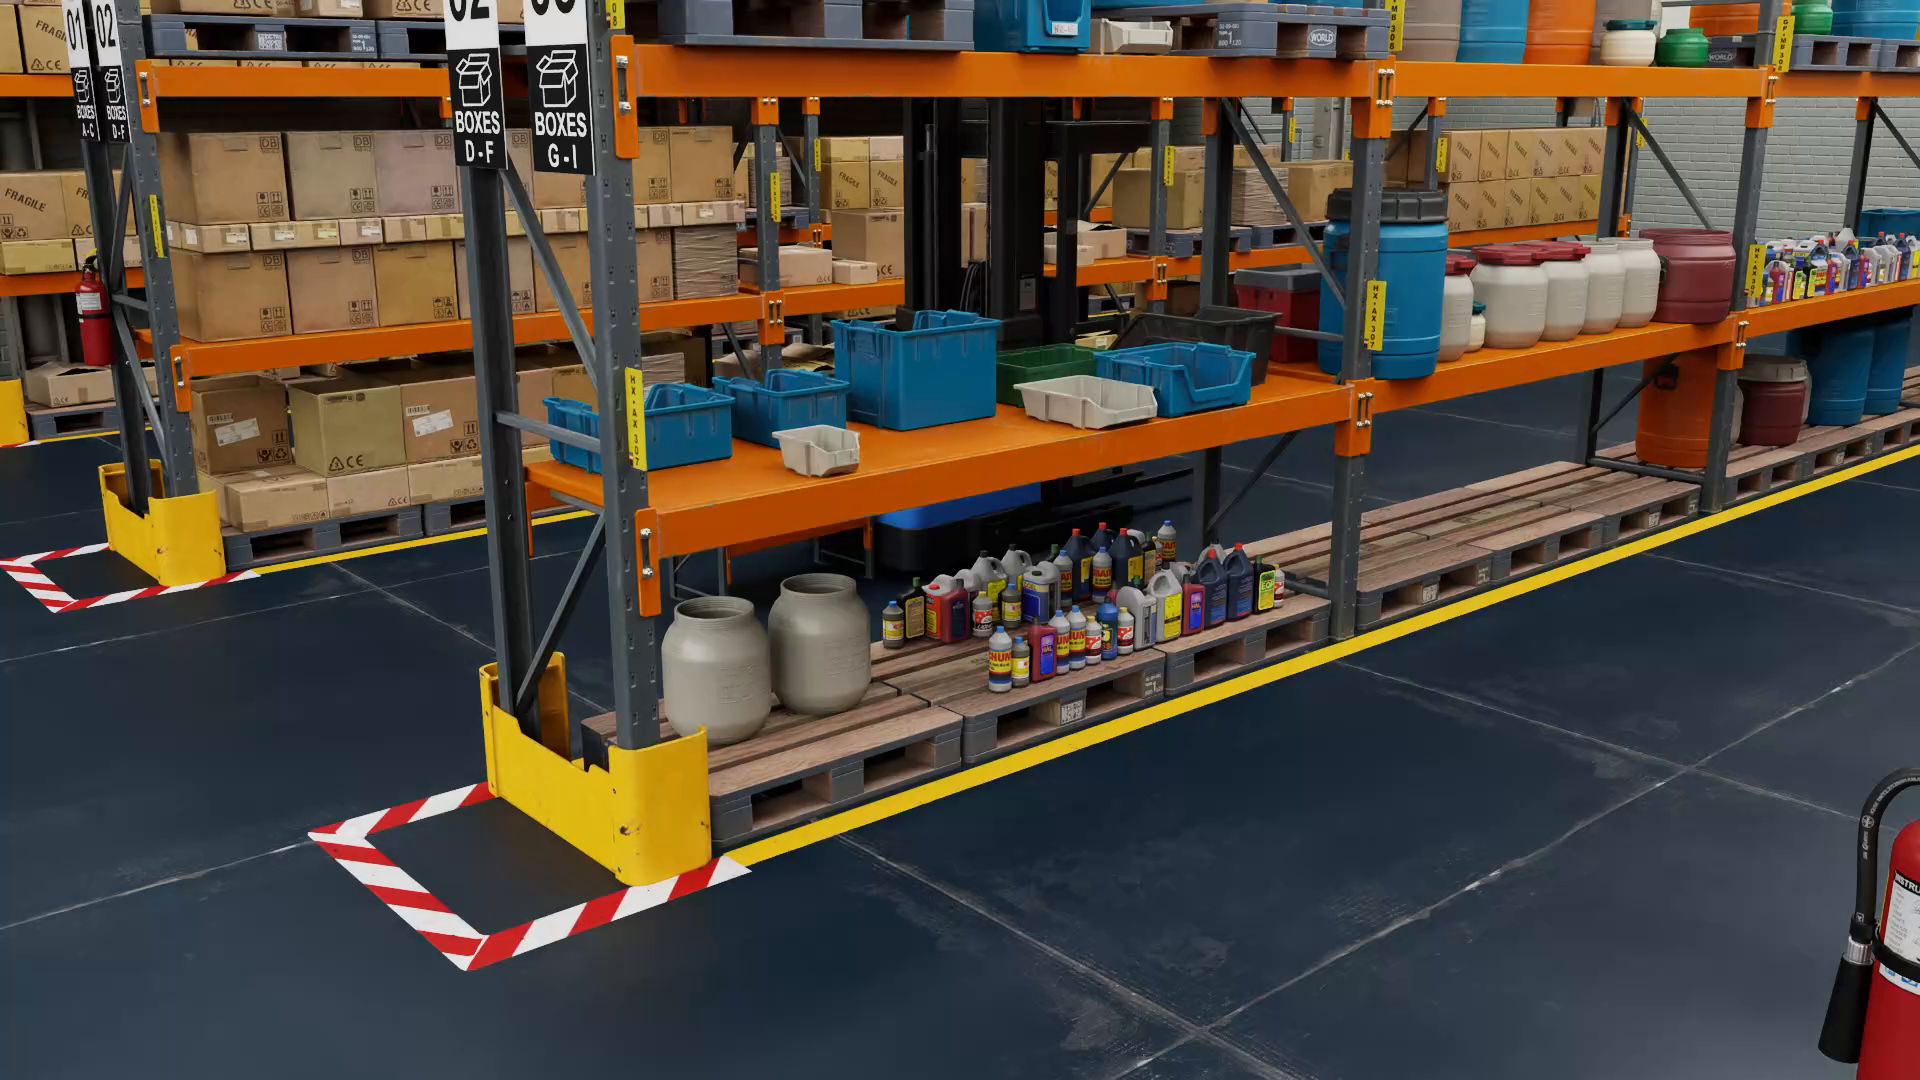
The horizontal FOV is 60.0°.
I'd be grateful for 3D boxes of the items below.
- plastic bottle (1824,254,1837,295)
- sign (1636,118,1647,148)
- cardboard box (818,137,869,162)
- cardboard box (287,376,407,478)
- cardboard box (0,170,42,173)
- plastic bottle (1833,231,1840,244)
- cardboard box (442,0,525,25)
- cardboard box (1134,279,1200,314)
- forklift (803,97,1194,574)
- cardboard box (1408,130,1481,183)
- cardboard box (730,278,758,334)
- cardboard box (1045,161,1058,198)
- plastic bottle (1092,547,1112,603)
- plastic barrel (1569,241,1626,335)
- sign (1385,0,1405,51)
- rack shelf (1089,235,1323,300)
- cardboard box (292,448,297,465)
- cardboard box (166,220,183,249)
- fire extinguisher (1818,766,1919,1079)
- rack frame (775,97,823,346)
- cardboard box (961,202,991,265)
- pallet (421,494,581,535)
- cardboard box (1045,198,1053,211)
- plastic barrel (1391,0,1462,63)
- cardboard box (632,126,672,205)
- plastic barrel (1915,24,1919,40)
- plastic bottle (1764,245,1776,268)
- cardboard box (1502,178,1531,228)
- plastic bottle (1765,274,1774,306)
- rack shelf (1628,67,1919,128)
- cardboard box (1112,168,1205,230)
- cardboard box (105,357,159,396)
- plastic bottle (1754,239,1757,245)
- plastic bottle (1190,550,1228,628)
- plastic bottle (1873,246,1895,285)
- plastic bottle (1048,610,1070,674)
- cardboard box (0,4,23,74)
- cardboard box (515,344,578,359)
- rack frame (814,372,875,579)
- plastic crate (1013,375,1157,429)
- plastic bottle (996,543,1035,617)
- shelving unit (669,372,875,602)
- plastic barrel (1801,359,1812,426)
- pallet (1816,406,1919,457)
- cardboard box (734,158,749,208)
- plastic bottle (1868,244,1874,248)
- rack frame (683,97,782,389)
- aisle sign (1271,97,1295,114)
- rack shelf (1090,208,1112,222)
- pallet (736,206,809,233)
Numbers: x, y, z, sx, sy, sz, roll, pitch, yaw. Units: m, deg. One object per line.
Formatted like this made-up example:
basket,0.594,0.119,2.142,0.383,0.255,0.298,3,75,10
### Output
plastic bottle,6.073,-1.859,11.624,0.133,0.283,0.061,-13,19,-39
sign,7.768,-4.639,18.950,0.005,0.325,0.100,-13,19,-39
cardboard box,-1.337,-4.243,18.059,0.500,0.250,0.500,-12,19,-38
cardboard box,-3.724,-0.698,10.110,0.500,0.500,0.500,-13,19,-39
cardboard box,-7.689,-2.713,13.392,0.500,0.500,0.500,-13,20,-40
plastic bottle,7.094,-2.361,13.501,0.133,0.283,0.061,-13,19,-39
cardboard box,-2.959,-3.521,10.521,0.637,0.503,0.797,-10,18,-33
cardboard box,1.975,-2.265,15.455,0.500,0.250,0.500,-12,19,-37
forklift,0.453,-1.529,10.295,3.031,2.935,1.130,-14,20,-42
cardboard box,4.942,-3.917,16.972,0.500,0.500,0.500,-12,19,-38
cardboard box,-2.379,-2.520,17.862,0.500,0.500,0.700,-12,19,-39
cardboard box,0.964,-4.399,20.098,0.500,0.500,0.500,-13,20,-40
plastic bottle,0.704,0.169,8.240,0.097,0.271,0.097,0,15,0
plastic barrel,3.679,-1.485,9.781,0.421,0.512,0.421,0,15,0
sign,1.968,-2.385,7.538,0.005,0.325,0.100,-13,19,-39
rack shelf,2.893,-2.675,15.845,4.000,0.370,1.077,-13,19,-39
cardboard box,-4.071,-0.438,10.592,0.500,0.250,0.500,-13,19,-39
cardboard box,-4.488,-1.792,9.694,0.250,0.149,0.380,-13,20,-40
fire extinguisher,1.460,0.568,2.461,0.183,0.674,0.296,-13,19,-39
rack frame,-1.870,-3.647,18.091,0.127,3.000,1.000,-13,19,-39
cardboard box,0.129,-2.444,13.394,0.500,0.500,0.500,-14,20,-42
pallet,-3.182,-0.324,11.055,1.213,0.211,1.003,-13,19,-39
cardboard box,0.903,-4.053,20.060,0.250,0.149,0.380,-12,19,-38
plastic barrel,2.350,-2.971,8.778,0.600,0.901,0.600,0,15,0
cardboard box,-2.344,-2.519,11.159,0.500,0.500,0.700,-13,20,-39
plastic barrel,7.095,-3.945,12.215,0.600,0.588,0.600,0,15,0
plastic bottle,6.020,-2.058,12.392,0.097,0.271,0.097,0,15,0
cardboard box,5.728,-3.614,17.775,0.500,0.500,0.500,-13,20,-40
plastic bottle,5.350,-1.664,11.051,0.097,0.201,0.097,0,15,0
rack shelf,6.142,-3.159,11.845,4.000,0.370,1.077,-13,19,-39
cardboard box,1.785,-3.063,14.898,0.700,0.500,0.500,8,17,28
cardboard box,-6.894,-1.402,14.043,0.500,0.311,0.500,-11,18,-35
plastic bottle,5.908,-2.113,12.442,0.185,0.351,0.144,-13,19,-39
plastic bottle,1.174,0.224,7.879,0.185,0.351,0.144,-14,20,-42
plastic bottle,6.808,-2.036,12.301,0.135,0.276,0.152,-13,19,-39
plastic bottle,0.429,0.438,7.233,0.097,0.271,0.097,0,15,0
cardboard box,-7.489,-3.807,12.645,0.500,0.500,0.500,-12,19,-38
cardboard box,-2.943,-1.055,11.450,0.500,0.500,0.500,-13,19,-39
rack frame,-0.668,-0.369,9.453,0.032,1.125,0.500,-14,20,-42
plastic crate,0.557,-0.589,7.154,0.437,0.136,0.530,-13,19,-39
plastic bottle,0.271,0.186,8.020,0.185,0.351,0.144,-13,20,-40
shelving unit,-1.032,-0.278,9.111,1.048,1.125,0.538,-14,20,-42
plastic barrel,6.210,-1.110,12.600,0.421,0.512,0.421,0,15,0
pallet,7.041,-0.926,13.308,1.213,0.211,1.003,-13,19,-39
cardboard box,-2.622,-3.726,17.342,0.700,0.500,0.500,14,20,42
plastic bottle,6.813,-2.078,12.466,0.097,0.271,0.097,0,15,0
rack frame,-1.633,-2.006,11.946,0.127,3.000,1.000,-13,19,-39
aisle sign,4.416,-6.212,22.656,0.004,0.787,0.394,-13,19,-39
rack shelf,2.656,-4.316,21.989,4.000,0.370,1.077,-13,19,-39
pallet,-2.338,-3.413,17.586,1.003,0.211,1.213,-13,19,-39
